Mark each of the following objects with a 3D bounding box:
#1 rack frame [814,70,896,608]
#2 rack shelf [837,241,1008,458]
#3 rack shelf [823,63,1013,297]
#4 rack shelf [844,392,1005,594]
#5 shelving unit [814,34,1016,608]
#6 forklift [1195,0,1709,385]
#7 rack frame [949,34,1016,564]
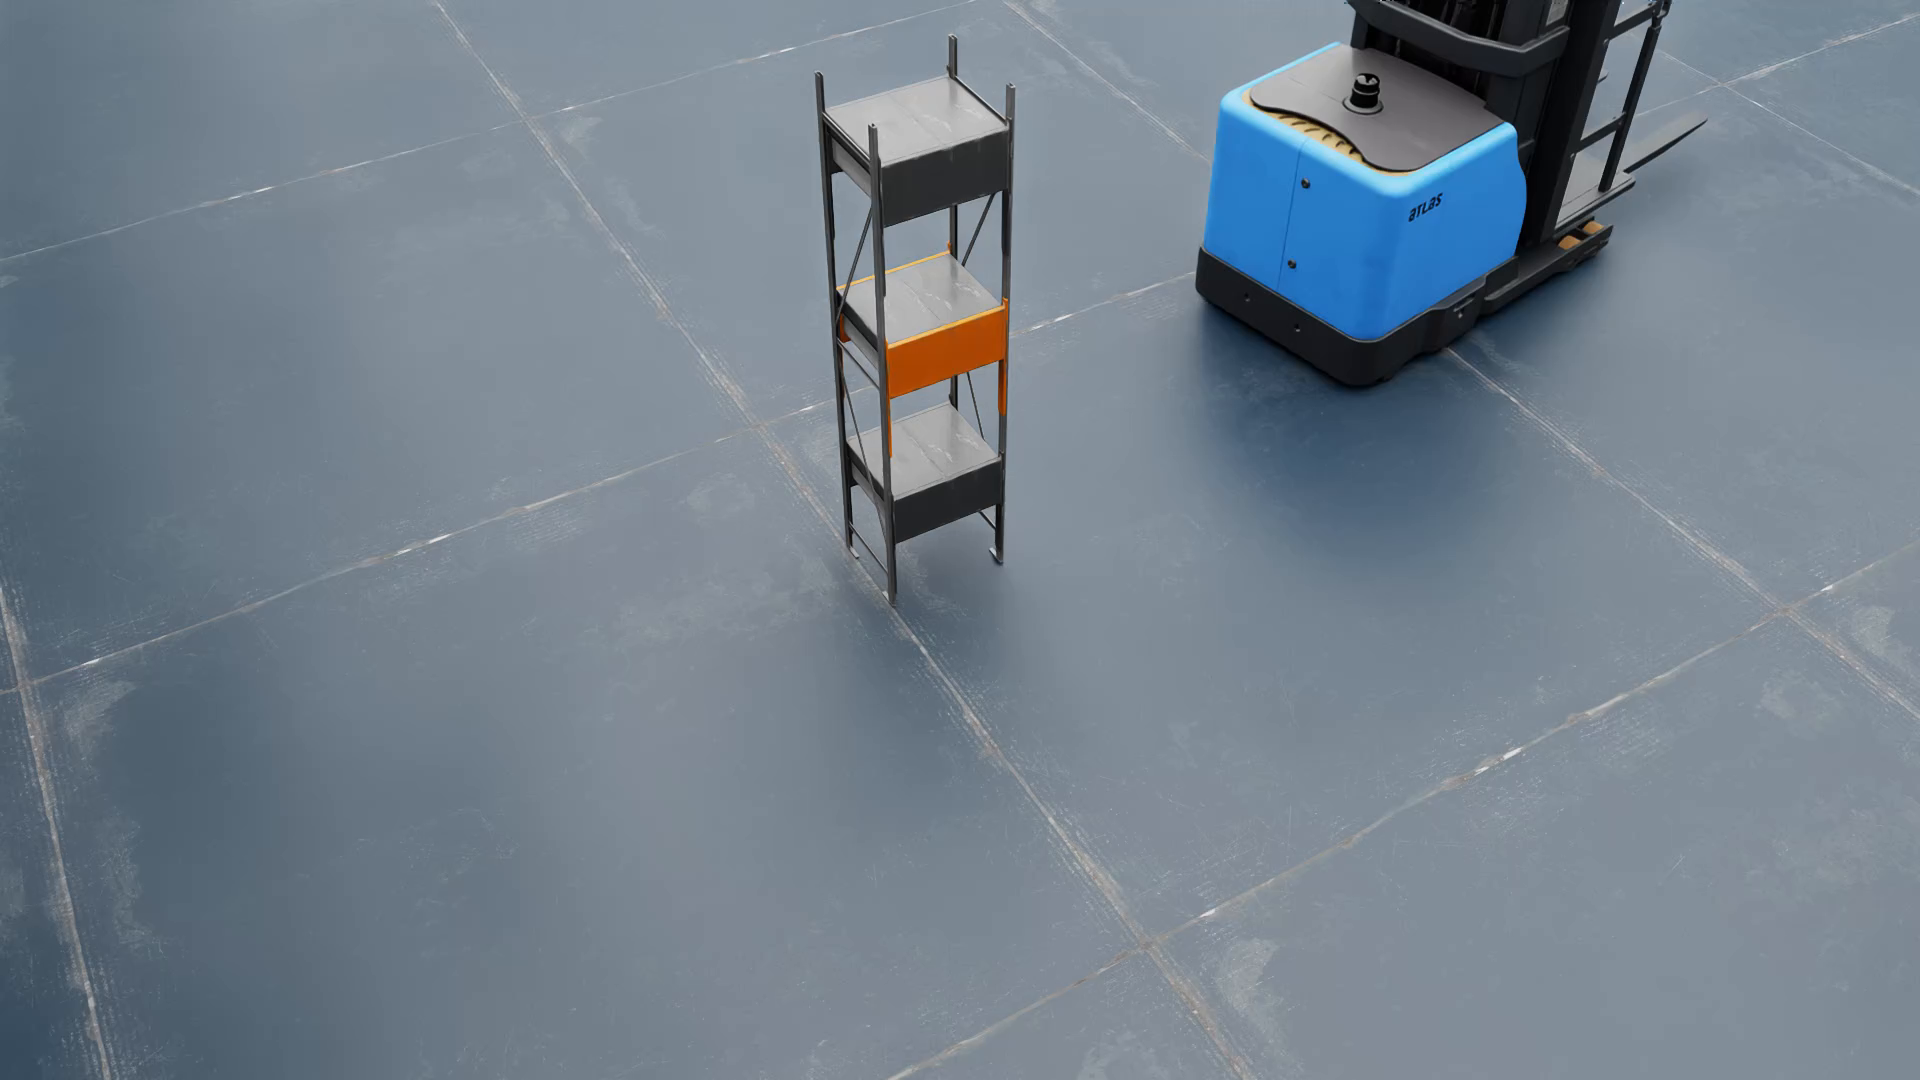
[{"bbox_3d":[-0.355,-0.611,5.872,0.015,2.100,0.400,-22,48,-21],"label":"rack frame"},{"bbox_3d":[-0.144,-0.686,5.969,0.480,0.518,0.431,-22,48,-21],"label":"rack shelf"},{"bbox_3d":[-0.144,-1.189,5.482,0.480,0.518,0.431,-22,48,-21],"label":"rack shelf"},{"bbox_3d":[-0.144,-0.184,6.457,0.480,0.518,0.431,-22,48,-21],"label":"rack shelf"},{"bbox_3d":[-0.144,-0.696,5.960,0.503,2.100,0.431,-22,48,-21],"label":"shelving unit"},{"bbox_3d":[2.563,-2.614,7.338,3.031,2.935,1.130,-31,52,-28],"label":"forklift"},{"bbox_3d":[0.068,-0.781,6.047,0.015,2.100,0.400,-22,48,-21],"label":"rack frame"}]
